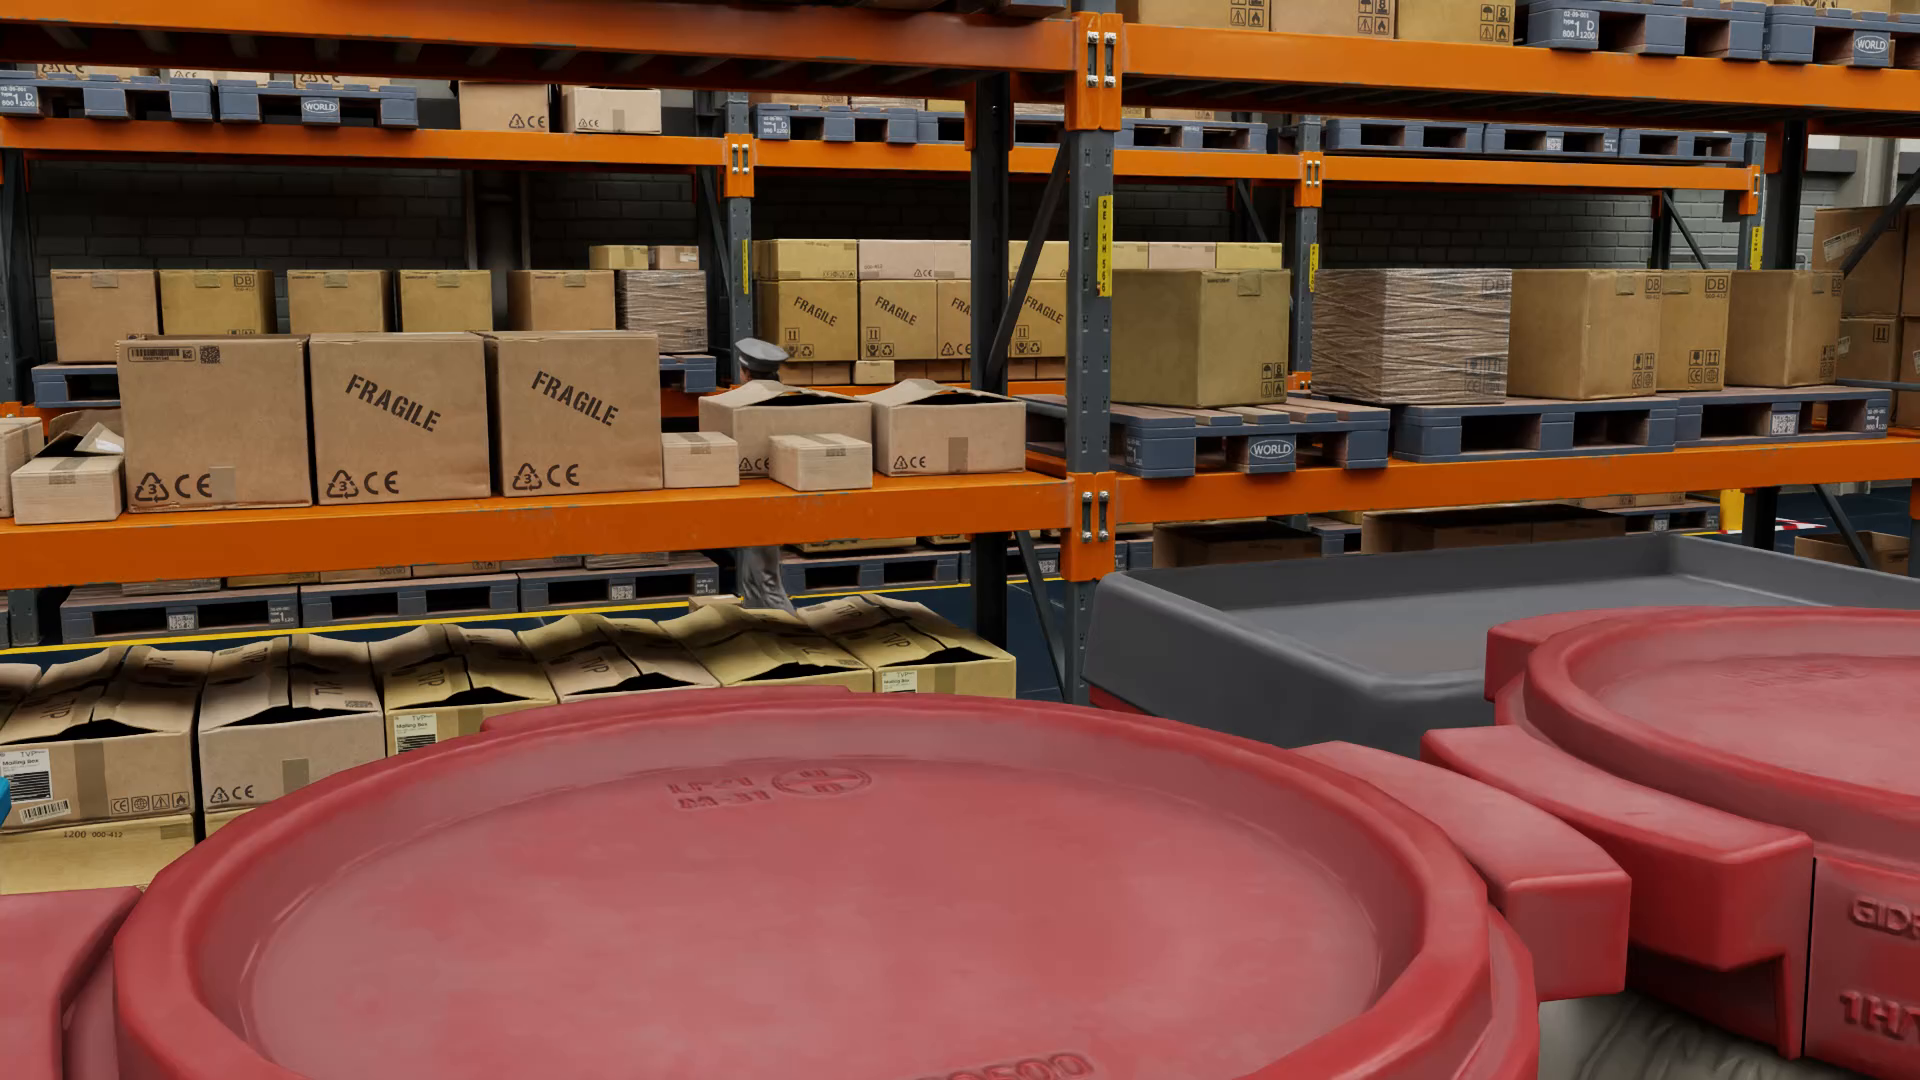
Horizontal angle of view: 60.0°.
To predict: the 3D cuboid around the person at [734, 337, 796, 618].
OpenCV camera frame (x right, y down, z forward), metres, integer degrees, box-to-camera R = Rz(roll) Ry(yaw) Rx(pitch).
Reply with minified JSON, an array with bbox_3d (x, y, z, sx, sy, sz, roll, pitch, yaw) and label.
[{"bbox_3d":[-1.009,-0.131,8.189,0.661,1.721,0.516,5,10,30],"label":"person"}]
